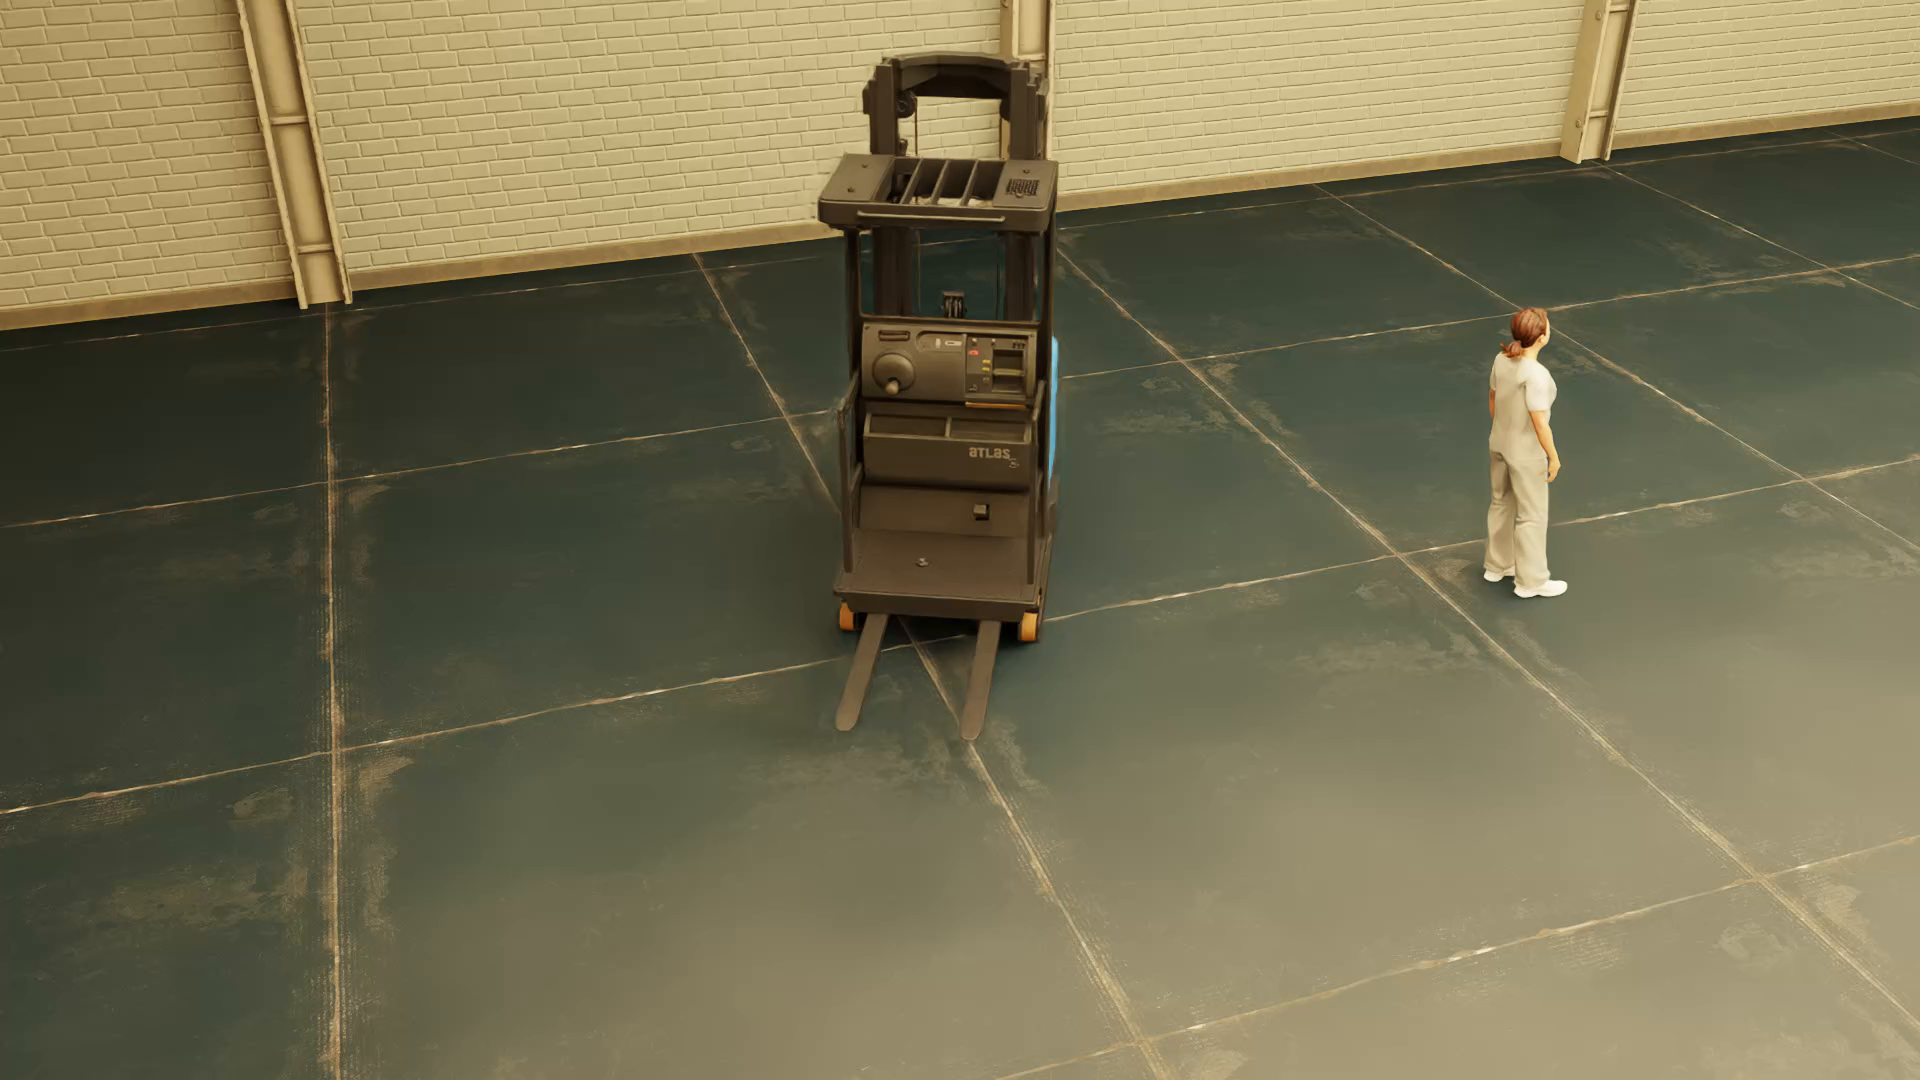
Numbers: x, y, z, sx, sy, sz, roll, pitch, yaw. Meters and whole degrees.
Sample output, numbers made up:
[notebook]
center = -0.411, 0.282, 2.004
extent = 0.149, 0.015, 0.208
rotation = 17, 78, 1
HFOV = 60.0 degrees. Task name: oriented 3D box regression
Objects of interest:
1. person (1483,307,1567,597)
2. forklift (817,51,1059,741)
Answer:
[person]
center = 3.147, -0.500, 9.213
extent = 0.524, 1.681, 0.527
rotation = -9, 31, -15
[forklift]
center = -0.083, -0.894, 8.640
extent = 1.130, 2.935, 3.031
rotation = 3, 30, 6
